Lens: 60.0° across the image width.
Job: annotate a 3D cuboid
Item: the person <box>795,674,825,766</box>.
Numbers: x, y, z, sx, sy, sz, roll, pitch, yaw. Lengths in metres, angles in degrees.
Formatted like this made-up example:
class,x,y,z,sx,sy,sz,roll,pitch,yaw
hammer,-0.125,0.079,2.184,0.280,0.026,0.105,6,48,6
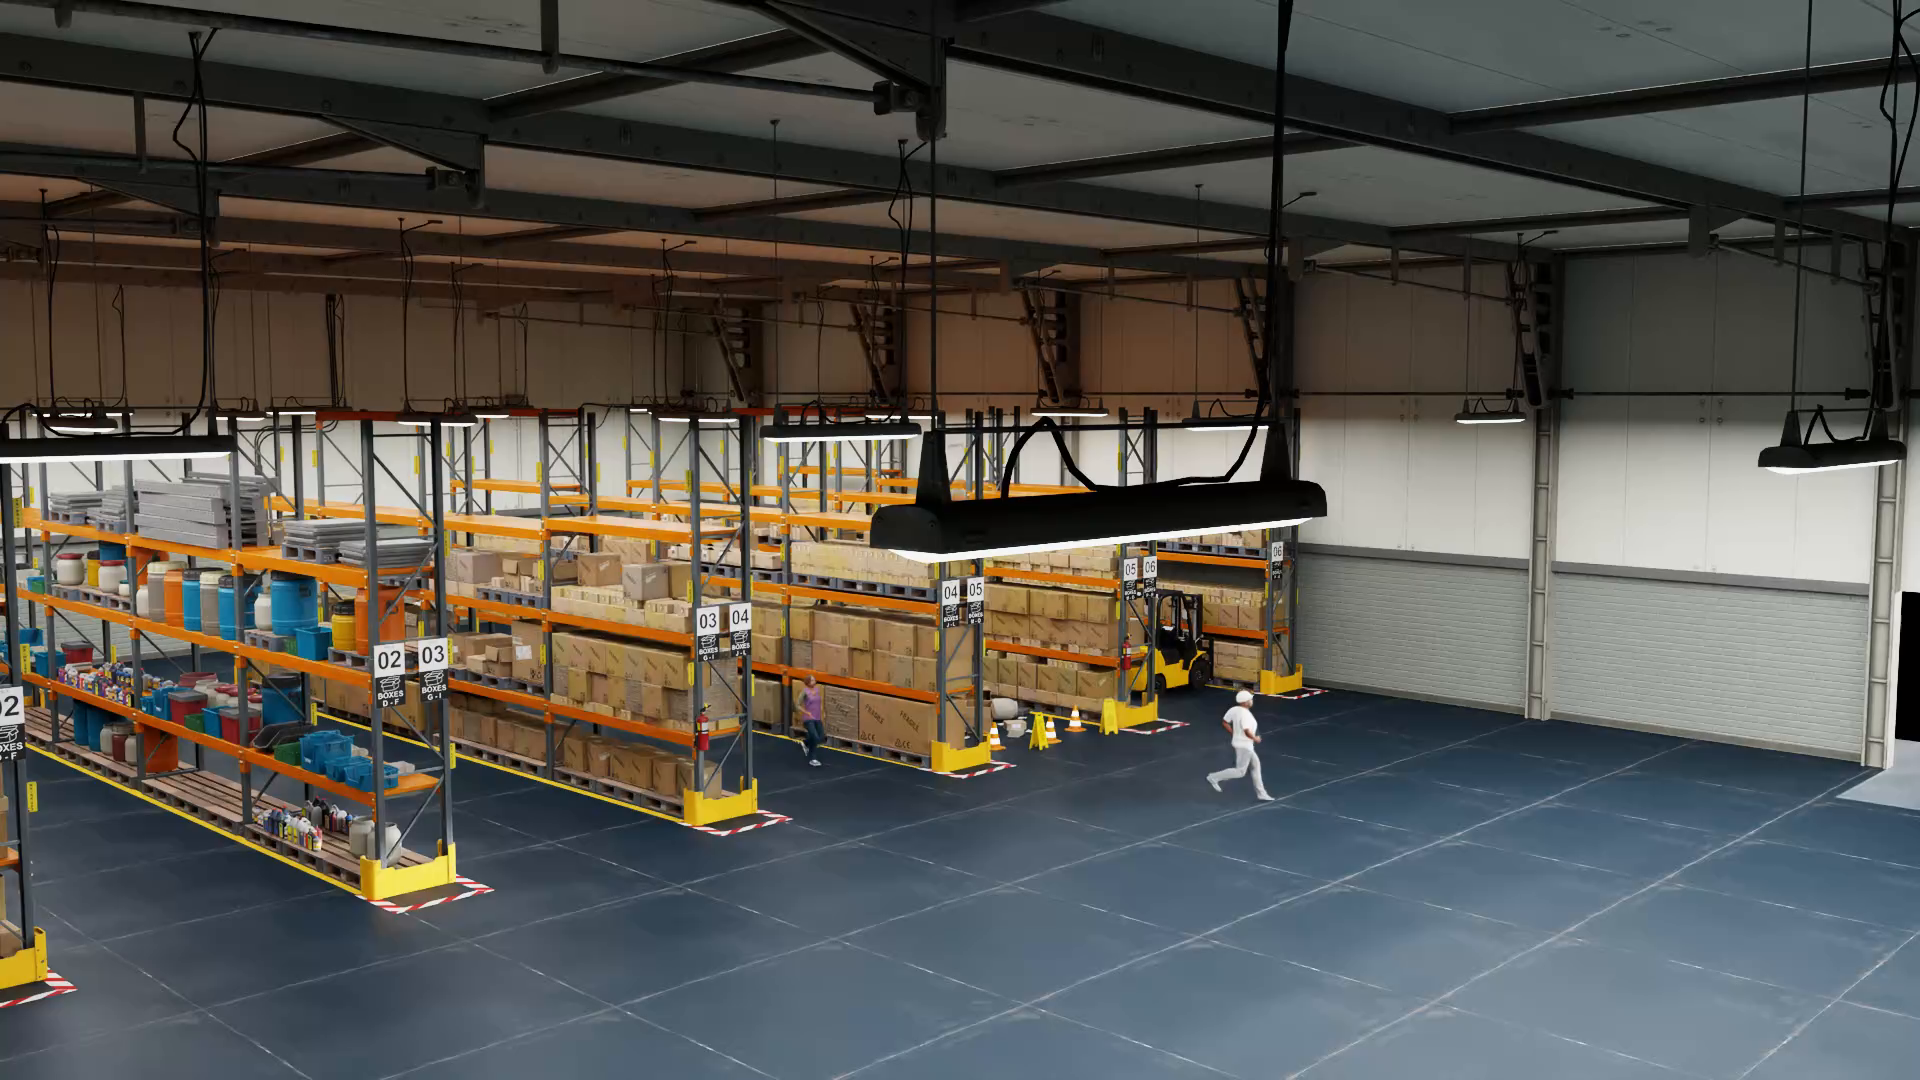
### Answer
class,x,y,z,sx,sy,sz,roll,pitch,yaw
person,-2.560,3.051,28.311,0.535,1.548,0.567,-5,7,-45

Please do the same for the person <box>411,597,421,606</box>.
class,x,y,z,sx,sy,sz,roll,pitch,yaw
person,-12.864,2.014,39.280,0.640,1.641,0.814,4,6,37

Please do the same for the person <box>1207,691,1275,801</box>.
class,x,y,z,sx,sy,sz,roll,pitch,yaw
person,4.352,3.203,25.666,1.115,1.758,0.668,0,5,-3
